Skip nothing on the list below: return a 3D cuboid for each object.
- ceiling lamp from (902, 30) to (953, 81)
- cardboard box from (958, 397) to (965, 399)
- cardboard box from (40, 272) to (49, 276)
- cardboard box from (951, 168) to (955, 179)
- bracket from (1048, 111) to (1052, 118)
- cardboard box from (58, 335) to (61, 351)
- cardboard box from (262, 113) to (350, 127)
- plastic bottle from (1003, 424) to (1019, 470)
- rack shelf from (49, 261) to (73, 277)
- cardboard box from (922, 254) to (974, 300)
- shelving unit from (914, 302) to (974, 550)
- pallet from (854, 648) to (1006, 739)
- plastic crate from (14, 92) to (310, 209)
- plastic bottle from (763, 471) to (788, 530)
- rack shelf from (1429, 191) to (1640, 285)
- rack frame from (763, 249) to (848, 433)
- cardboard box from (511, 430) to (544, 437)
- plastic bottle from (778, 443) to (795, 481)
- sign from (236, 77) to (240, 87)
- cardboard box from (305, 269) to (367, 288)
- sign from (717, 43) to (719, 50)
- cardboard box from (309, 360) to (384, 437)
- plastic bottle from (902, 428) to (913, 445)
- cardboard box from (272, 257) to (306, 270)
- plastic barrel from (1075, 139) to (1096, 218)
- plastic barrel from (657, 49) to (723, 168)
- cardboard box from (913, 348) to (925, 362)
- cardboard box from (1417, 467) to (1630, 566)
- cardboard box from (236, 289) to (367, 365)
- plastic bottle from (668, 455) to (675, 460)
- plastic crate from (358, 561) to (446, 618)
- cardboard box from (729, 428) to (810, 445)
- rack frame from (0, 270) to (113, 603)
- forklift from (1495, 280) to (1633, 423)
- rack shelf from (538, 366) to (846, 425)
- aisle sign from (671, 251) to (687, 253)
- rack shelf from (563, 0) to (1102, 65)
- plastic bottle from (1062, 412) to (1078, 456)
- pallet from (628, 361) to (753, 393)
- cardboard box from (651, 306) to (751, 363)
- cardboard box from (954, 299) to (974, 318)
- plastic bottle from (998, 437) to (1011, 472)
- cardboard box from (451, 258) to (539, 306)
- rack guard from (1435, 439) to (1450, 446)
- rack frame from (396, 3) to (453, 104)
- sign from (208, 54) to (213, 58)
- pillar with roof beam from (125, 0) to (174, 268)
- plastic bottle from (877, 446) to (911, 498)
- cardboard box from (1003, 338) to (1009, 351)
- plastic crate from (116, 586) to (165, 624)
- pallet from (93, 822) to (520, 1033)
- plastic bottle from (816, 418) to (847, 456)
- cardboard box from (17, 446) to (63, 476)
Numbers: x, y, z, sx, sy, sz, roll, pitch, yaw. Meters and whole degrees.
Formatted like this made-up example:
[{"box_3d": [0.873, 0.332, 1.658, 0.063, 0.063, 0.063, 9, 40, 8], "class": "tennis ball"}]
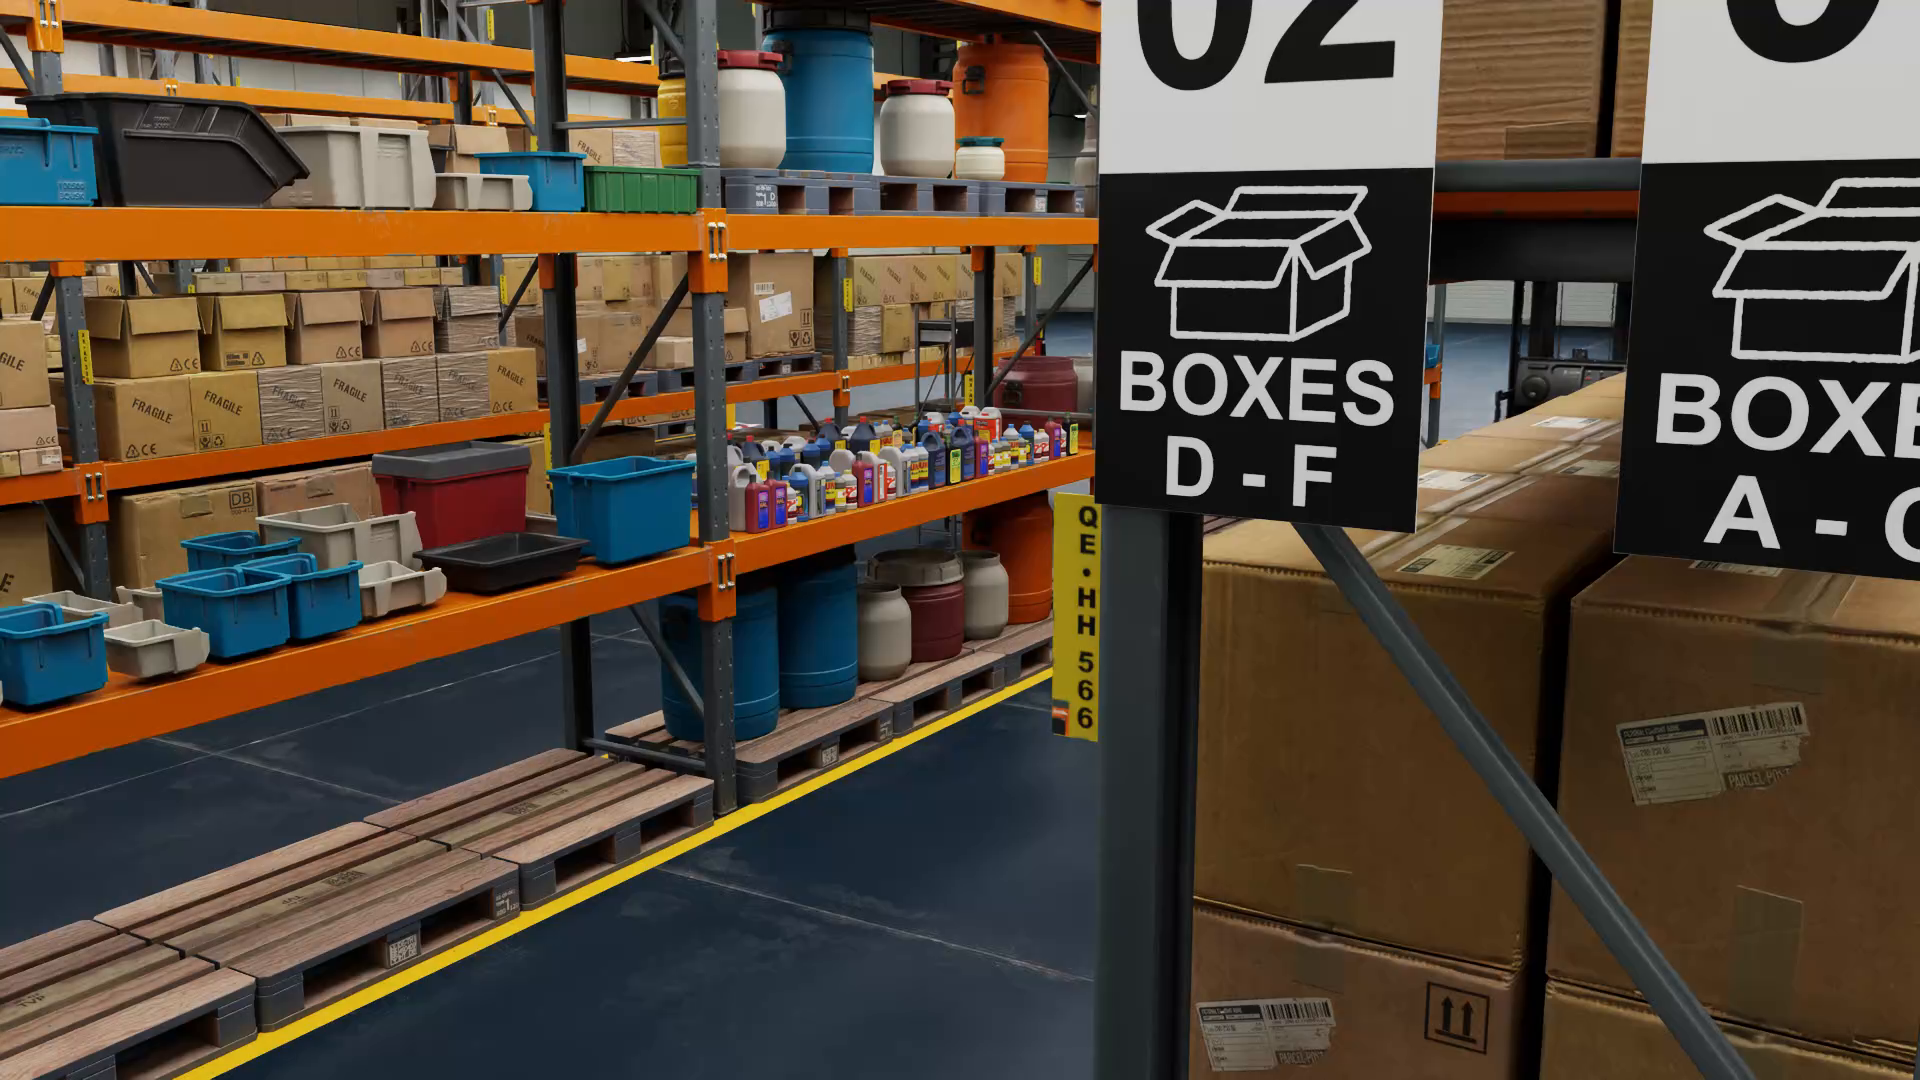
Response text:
[{"box_3d": [-0.475, -12.019, 38.749, 2.000, 3.185, 0.800, 6, 12, 31], "class": "ceiling lamp"}, {"box_3d": [0.134, -1.461, 20.172, 0.500, 0.500, 0.500, 9, 14, 41], "class": "cardboard box"}, {"box_3d": [-13.856, -3.959, 25.019, 0.380, 0.149, 0.250, 7, 12, 32], "class": "cardboard box"}, {"box_3d": [-0.116, -4.227, 18.707, 0.500, 0.500, 0.500, 6, 12, 31], "class": "cardboard box"}, {"box_3d": [2.721, -13.444, 52.446, 0.235, 0.232, 0.430, 6, 12, 31], "class": "bracket"}, {"box_3d": [-8.137, -1.796, 15.045, 0.380, 0.149, 0.250, 6, 12, 31], "class": "cardboard box"}, {"box_3d": [-4.724, -2.730, 11.725, 0.797, 0.503, 0.637, 6, 12, 30], "class": "cardboard box"}, {"box_3d": [0.309, -0.567, 10.095, 0.097, 0.271, 0.097, 0, 11, 0], "class": "plastic bottle"}, {"box_3d": [-6.796, -1.499, 8.526, 1.077, 0.370, 4.000, 6, 12, 31], "class": "rack shelf"}, {"box_3d": [-0.119, -2.999, 18.939, 0.500, 0.500, 0.500, 6, 12, 31], "class": "cardboard box"}, {"box_3d": [-0.086, -1.006, 14.536, 0.431, 2.100, 0.503, 6, 12, 31], "class": "shelving unit"}, {"box_3d": [-0.456, 0.841, 9.801, 1.003, 0.211, 1.213, 6, 12, 31], "class": "pallet"}, {"box_3d": [-2.573, -1.248, 5.401, 0.504, 0.338, 0.767, 6, 12, 31], "class": "plastic crate"}, {"box_3d": [-0.901, -0.200, 8.102, 0.061, 0.283, 0.133, 6, 12, 31], "class": "plastic bottle"}, {"box_3d": [1.668, -0.552, 3.468, 1.077, 0.370, 4.000, 6, 12, 31], "class": "rack shelf"}, {"box_3d": [-1.604, -1.951, 17.137, 1.000, 3.000, 0.127, 6, 12, 31], "class": "rack frame"}, {"box_3d": [-5.405, -1.695, 20.402, 0.875, 0.875, 0.875, 7, 12, 32], "class": "cardboard box"}, {"box_3d": [-0.959, -0.398, 9.192, 0.097, 0.271, 0.097, 0, 11, 0], "class": "plastic bottle"}, {"box_3d": [-11.785, -7.393, 27.150, 0.100, 0.325, 0.005, 6, 12, 31], "class": "sign"}, {"box_3d": [-6.835, -2.663, 17.951, 0.700, 0.500, 0.500, 6, 12, 30], "class": "cardboard box"}, {"box_3d": [-3.258, -6.462, 22.179, 0.100, 0.325, 0.005, 6, 12, 31], "class": "sign"}, {"box_3d": [-4.521, -1.030, 11.946, 0.500, 0.500, 0.500, 7, 13, 32], "class": "cardboard box"}, {"box_3d": [-0.342, -0.604, 10.485, 0.097, 0.201, 0.097, 0, 11, 0], "class": "plastic bottle"}, {"box_3d": [-9.377, -3.711, 22.742, 0.700, 0.500, 0.500, 6, 12, 31], "class": "cardboard box"}, {"box_3d": [0.975, -2.397, 11.067, 0.421, 0.512, 0.421, 0, 11, 0], "class": "plastic barrel"}, {"box_3d": [-1.224, -2.156, 8.427, 0.600, 0.588, 0.600, 0, 11, 0], "class": "plastic barrel"}, {"box_3d": [-0.608, -2.031, 18.250, 0.380, 0.149, 0.250, 6, 12, 31], "class": "cardboard box"}, {"box_3d": [0.888, 0.167, 2.835, 0.500, 0.500, 0.500, 7, 13, 32], "class": "cardboard box"}, {"box_3d": [-4.758, -1.542, 11.956, 0.797, 0.503, 0.637, 7, 13, 33], "class": "cardboard box"}, {"box_3d": [-1.515, -0.296, 8.613, 0.061, 0.283, 0.133, 6, 12, 31], "class": "plastic bottle"}, {"box_3d": [-2.172, 0.183, 6.291, 0.293, 0.136, 0.466, 6, 12, 31], "class": "plastic crate"}, {"box_3d": [-1.942, -0.844, 16.822, 0.700, 0.500, 0.500, 5, 12, 26], "class": "cardboard box"}, {"box_3d": [-5.758, -0.693, 10.416, 1.000, 3.000, 0.127, 6, 12, 31], "class": "rack frame"}, {"box_3d": [5.222, -1.388, 14.319, 1.130, 2.935, 3.031, 7, 13, 32], "class": "forklift"}, {"box_3d": [-2.643, -1.283, 15.523, 1.077, 0.370, 4.000, 6, 12, 31], "class": "rack shelf"}, {"box_3d": [-3.934, -4.387, 23.087, 0.394, 0.787, 0.004, 6, 12, 31], "class": "aisle sign"}, {"box_3d": [-0.486, -2.932, 9.120, 1.077, 0.370, 4.000, 6, 12, 31], "class": "rack shelf"}, {"box_3d": [0.707, -0.687, 10.702, 0.061, 0.283, 0.133, 6, 12, 31], "class": "plastic bottle"}, {"box_3d": [-2.688, -1.543, 15.478, 1.003, 0.211, 1.213, 6, 12, 31], "class": "pallet"}, {"box_3d": [-2.426, -1.926, 15.585, 0.797, 0.503, 0.637, 8, 13, 36], "class": "cardboard box"}, {"box_3d": [-0.290, -2.527, 19.133, 0.875, 0.500, 0.500, 6, 12, 31], "class": "cardboard box"}, {"box_3d": [0.259, -0.517, 10.019, 0.097, 0.201, 0.097, 0, 11, 0], "class": "plastic bottle"}, {"box_3d": [-5.570, -3.100, 19.932, 0.875, 0.550, 0.550, 6, 12, 31], "class": "cardboard box"}, {"box_3d": [4.706, -0.861, 18.112, 1.175, 0.500, 0.348, 6, 12, 31], "class": "rack guard"}, {"box_3d": [-7.997, -6.475, 25.002, 1.000, 3.000, 0.127, 6, 12, 31], "class": "rack frame"}, {"box_3d": [-9.597, -6.331, 21.263, 0.100, 0.325, 0.005, 6, 12, 31], "class": "sign"}, {"box_3d": [-9.694, -6.514, 25.210, 9.100, 9.000, 0.548, 6, 12, 31], "class": "pillar with roof beam"}, {"box_3d": [-0.358, -0.377, 9.067, 0.152, 0.276, 0.135, 6, 12, 31], "class": "plastic bottle"}, {"box_3d": [0.370, -2.352, 19.966, 0.380, 0.149, 0.250, 6, 12, 31], "class": "cardboard box"}, {"box_3d": [-2.908, 0.226, 6.065, 0.298, 0.136, 0.250, 6, 12, 31], "class": "plastic crate"}, {"box_3d": [-2.506, 1.463, 6.479, 1.003, 0.211, 1.213, 6, 12, 31], "class": "pallet"}, {"box_3d": [-0.755, -0.544, 9.758, 0.144, 0.351, 0.185, 6, 12, 31], "class": "plastic bottle"}, {"box_3d": [-5.636, -0.490, 10.016, 0.380, 0.149, 0.250, 6, 12, 31], "class": "cardboard box"}]
